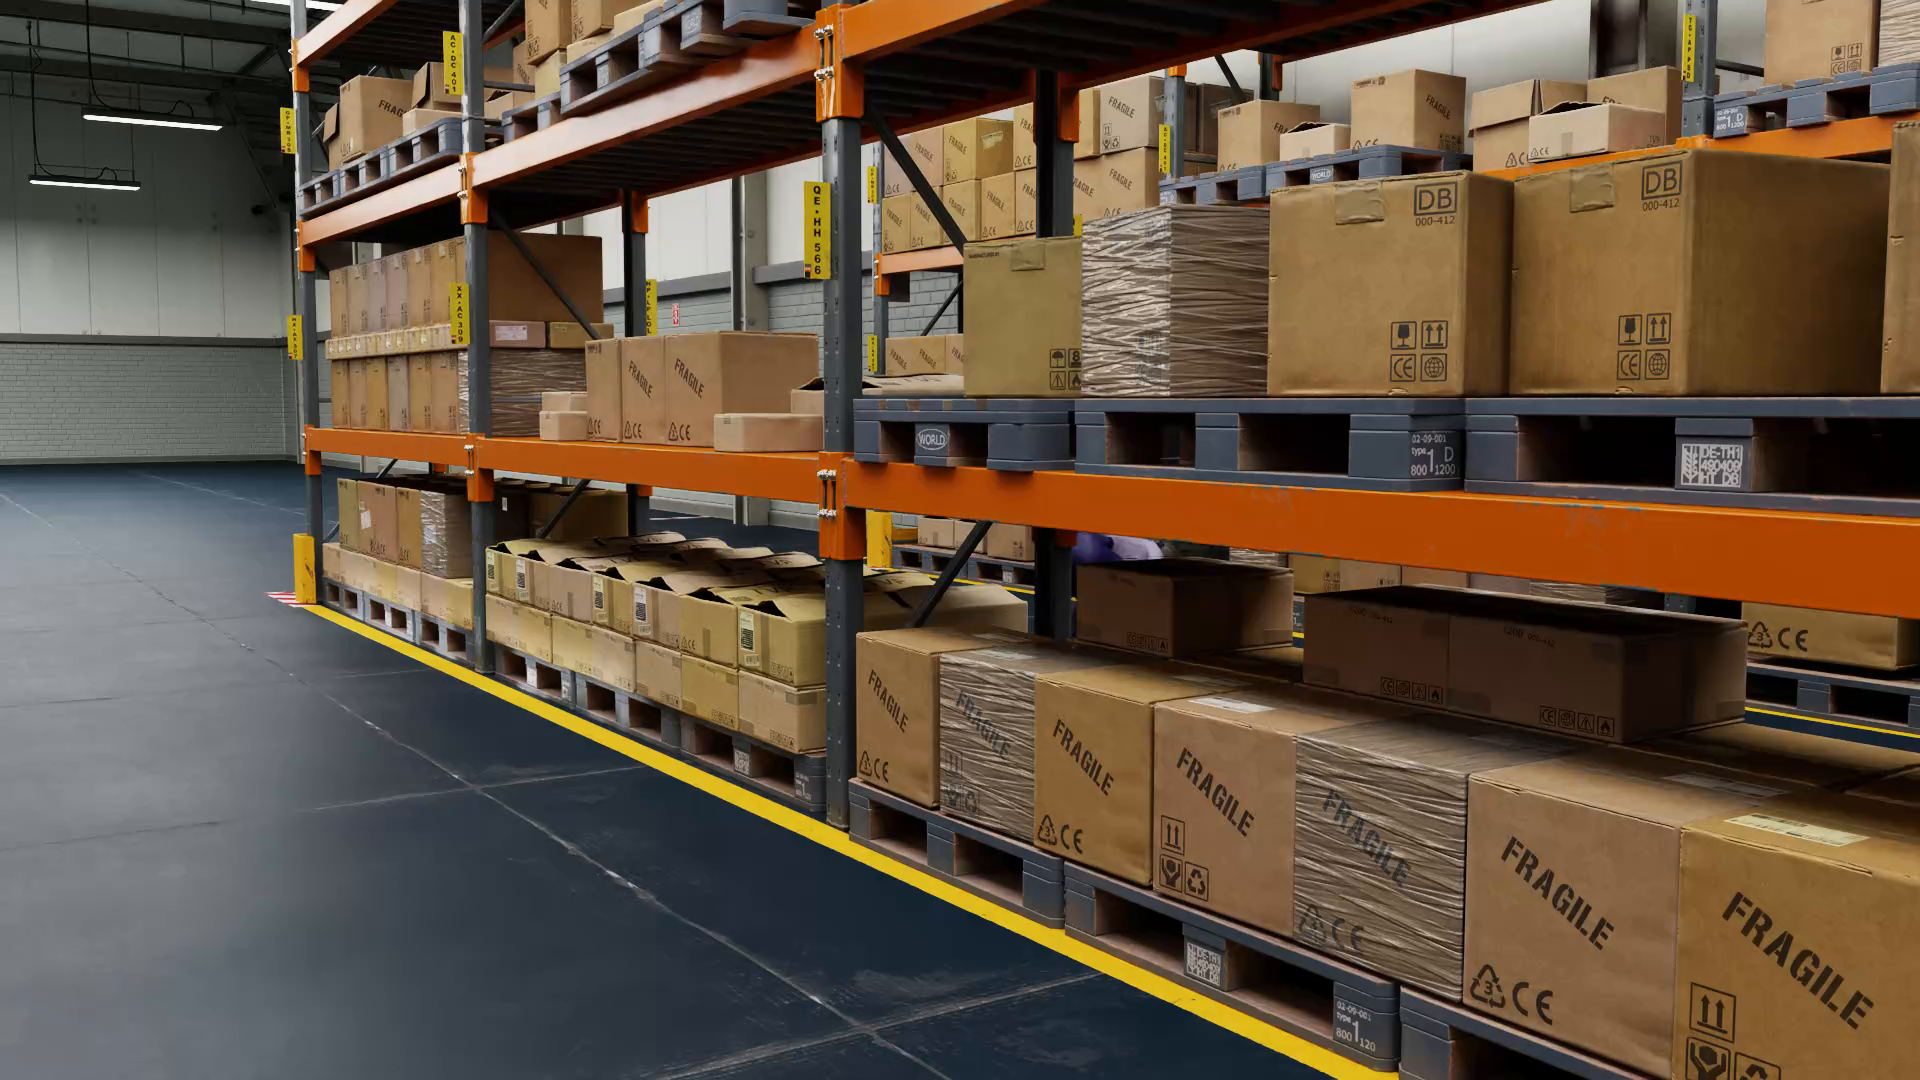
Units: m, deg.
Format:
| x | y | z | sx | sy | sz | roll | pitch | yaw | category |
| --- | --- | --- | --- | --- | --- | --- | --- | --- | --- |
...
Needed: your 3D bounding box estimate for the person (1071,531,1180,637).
| x | y | z | sx | sy | sz | roll | pitch | yaw | category |
| --- | --- | --- | --- | --- | --- | --- | --- | --- | --- |
| 0.859 | 0.311 | 9.147 | 0.898 | 0.868 | 0.517 | -4 | 6 | -36 | person |
